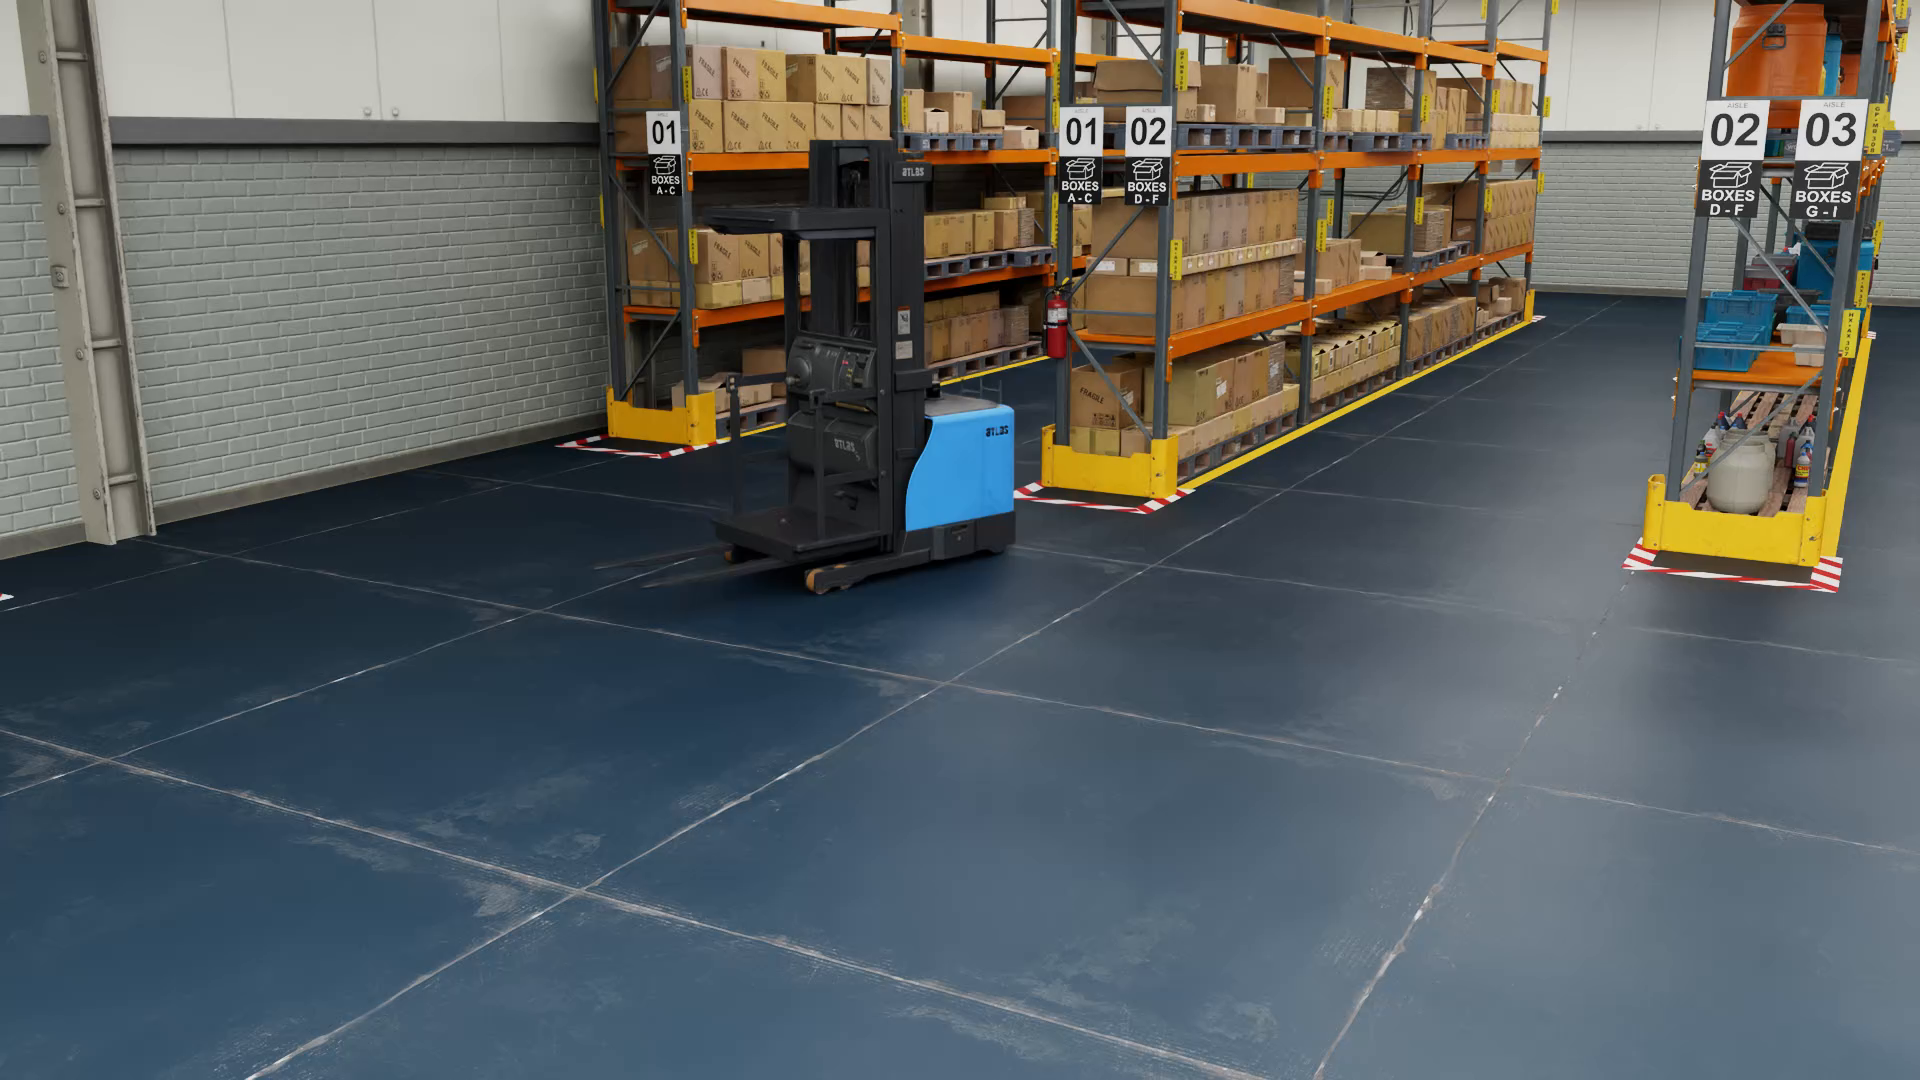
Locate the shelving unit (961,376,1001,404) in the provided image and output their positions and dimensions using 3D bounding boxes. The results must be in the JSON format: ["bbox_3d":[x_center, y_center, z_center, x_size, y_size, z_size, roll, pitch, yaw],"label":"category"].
[{"bbox_3d":[0.157,-0.615,12.525,0.189,1.200,0.258,-11,18,-39],"label":"shelving unit"}]

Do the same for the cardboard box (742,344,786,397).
[{"bbox_3d":[-1.959,-1.860,18.242,0.700,0.500,0.500,6,15,25],"label":"cardboard box"}]

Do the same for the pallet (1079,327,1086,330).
[{"bbox_3d":[1.859,-3.156,25.172,1.003,0.211,1.213,7,15,28],"label":"pallet"}]

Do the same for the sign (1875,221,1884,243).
[{"bbox_3d":[13.851,-4.648,25.064,0.100,0.325,0.005,7,15,28],"label":"sign"}]

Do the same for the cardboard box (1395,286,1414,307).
[{"bbox_3d":[5.921,-3.352,22.833,0.500,0.250,0.500,7,15,27],"label":"cardboard box"}]

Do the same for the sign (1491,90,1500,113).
[{"bbox_3d":[7.581,-6.208,23.539,0.100,0.325,0.005,7,15,28],"label":"sign"}]

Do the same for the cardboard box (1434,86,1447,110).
[{"bbox_3d":[6.143,-5.759,22.300,0.600,0.600,0.600,7,15,26],"label":"cardboard box"}]

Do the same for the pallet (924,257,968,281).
[{"bbox_3d":[-0.615,-3.335,20.376,1.003,0.211,1.213,7,15,28],"label":"pallet"}]

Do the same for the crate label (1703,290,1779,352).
[{"bbox_3d":[6.280,-1.770,13.401,0.502,0.435,0.616,7,15,28],"label":"crate label"}]

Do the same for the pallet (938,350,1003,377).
[{"bbox_3d":[-0.148,-2.344,21.804,1.003,0.211,1.213,7,15,28],"label":"pallet"}]

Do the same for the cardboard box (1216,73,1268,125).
[{"bbox_3d":[2.752,-4.433,16.713,0.500,0.500,0.500,9,16,33],"label":"cardboard box"}]

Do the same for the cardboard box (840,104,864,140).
[{"bbox_3d":[-1.396,-4.571,18.436,0.500,0.500,0.500,6,15,23],"label":"cardboard box"}]

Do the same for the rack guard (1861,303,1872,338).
[{"bbox_3d":[13.362,-3.419,25.648,1.175,0.500,0.348,7,15,28],"label":"rack guard"}]

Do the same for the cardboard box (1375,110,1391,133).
[{"bbox_3d":[4.752,-4.929,19.601,0.500,0.250,0.500,8,16,30],"label":"cardboard box"}]

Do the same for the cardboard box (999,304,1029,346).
[{"bbox_3d":[0.519,-2.954,22.780,0.700,0.500,0.500,8,16,29],"label":"cardboard box"}]

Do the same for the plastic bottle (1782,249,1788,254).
[{"bbox_3d":[9.982,-3.356,20.159,0.144,0.351,0.185,7,15,28],"label":"plastic bottle"}]

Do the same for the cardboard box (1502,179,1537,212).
[{"bbox_3d":[9.053,-5.602,27.022,0.500,0.500,0.500,7,15,28],"label":"cardboard box"}]

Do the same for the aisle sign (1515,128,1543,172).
[{"bbox_3d":[9.328,-6.433,27.268,0.394,0.787,0.004,7,15,28],"label":"aisle sign"}]

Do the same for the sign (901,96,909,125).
[{"bbox_3d":[-0.633,-4.938,19.111,0.100,0.325,0.005,7,15,28],"label":"sign"}]

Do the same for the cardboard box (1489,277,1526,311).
[{"bbox_3d":[8.980,-4.049,27.322,0.500,0.500,0.500,7,15,28],"label":"cardboard box"}]

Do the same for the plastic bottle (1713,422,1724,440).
[{"bbox_3d":[6.510,-0.847,14.361,0.144,0.351,0.185,7,15,28],"label":"plastic bottle"}]

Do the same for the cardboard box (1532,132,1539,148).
[{"bbox_3d":[9.010,-6.440,26.764,0.500,0.250,0.500,7,15,28],"label":"cardboard box"}]

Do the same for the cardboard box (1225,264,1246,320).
[{"bbox_3d":[2.275,-2.368,15.741,0.700,0.500,0.500,8,16,30],"label":"cardboard box"}]

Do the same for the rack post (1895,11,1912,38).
[{"bbox_3d":[10.561,-6.051,19.497,0.937,0.300,0.954,9,16,34],"label":"rack post"}]

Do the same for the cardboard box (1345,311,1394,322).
[{"bbox_3d":[5.406,-2.765,21.999,0.500,0.500,0.500,8,16,30],"label":"cardboard box"}]

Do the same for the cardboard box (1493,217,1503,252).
[{"bbox_3d":[7.823,-4.597,24.986,0.500,0.500,0.500,8,16,29],"label":"cardboard box"}]

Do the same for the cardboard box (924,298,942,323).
[{"bbox_3d":[-0.561,-2.895,20.936,0.500,0.250,0.500,7,15,27],"label":"cardboard box"}]

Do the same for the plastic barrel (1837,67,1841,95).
[{"bbox_3d":[8.907,-4.544,17.513,0.600,0.901,0.600,0,14,0],"label":"plastic barrel"}]

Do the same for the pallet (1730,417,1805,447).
[{"bbox_3d":[7.906,-0.975,16.129,1.003,0.211,1.213,7,15,28],"label":"pallet"}]

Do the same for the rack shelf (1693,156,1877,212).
[{"bbox_3d":[6.594,-2.864,13.147,1.077,0.370,4.000,7,15,28],"label":"rack shelf"}]

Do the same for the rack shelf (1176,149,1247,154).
[{"bbox_3d":[3.722,-6.448,28.015,1.077,0.370,4.000,7,15,28],"label":"rack shelf"}]

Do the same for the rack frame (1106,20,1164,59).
[{"bbox_3d":[2.755,-7.846,25.877,1.000,3.000,0.127,7,15,28],"label":"rack frame"}]

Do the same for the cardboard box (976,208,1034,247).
[{"bbox_3d":[0.603,-4.274,22.708,0.700,0.500,0.500,5,15,21],"label":"cardboard box"}]

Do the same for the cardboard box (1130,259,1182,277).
[{"bbox_3d":[1.671,-2.327,14.188,0.380,0.149,0.250,7,15,28],"label":"cardboard box"}]

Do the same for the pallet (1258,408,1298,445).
[{"bbox_3d":[2.805,-1.214,17.117,1.003,0.211,1.213,7,15,28],"label":"pallet"}]

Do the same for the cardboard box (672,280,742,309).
[{"bbox_3d":[-2.532,-2.468,16.649,0.500,0.250,0.500,7,15,26],"label":"cardboard box"}]

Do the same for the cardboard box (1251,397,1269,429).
[{"bbox_3d":[2.714,-1.269,16.369,0.500,0.250,0.500,7,15,28],"label":"cardboard box"}]

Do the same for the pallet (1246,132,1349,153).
[{"bbox_3d":[3.641,-4.275,17.875,0.805,0.209,1.217,7,15,26],"label":"pallet"}]

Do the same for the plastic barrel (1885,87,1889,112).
[{"bbox_3d":[11.164,-5.350,20.629,0.600,0.588,0.600,0,14,0],"label":"plastic barrel"}]

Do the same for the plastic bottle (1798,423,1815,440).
[{"bbox_3d":[7.252,-0.821,14.253,0.144,0.351,0.185,7,15,28],"label":"plastic bottle"}]

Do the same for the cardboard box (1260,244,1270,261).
[{"bbox_3d":[2.789,-2.803,16.162,0.380,0.149,0.250,7,15,28],"label":"cardboard box"}]

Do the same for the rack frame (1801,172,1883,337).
[{"bbox_3d":[13.361,-4.628,25.328,1.000,3.000,0.127,7,15,28],"label":"rack frame"}]

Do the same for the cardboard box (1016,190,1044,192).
[{"bbox_3d":[1.067,-4.904,23.986,0.500,0.250,0.500,7,15,26],"label":"cardboard box"}]

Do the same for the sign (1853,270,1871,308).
[{"bbox_3d":[8.037,-2.236,14.816,0.100,0.325,0.005,7,15,28],"label":"sign"}]

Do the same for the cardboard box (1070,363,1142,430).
[{"bbox_3d":[1.291,-1.283,14.824,0.500,0.500,0.500,7,15,28],"label":"cardboard box"}]

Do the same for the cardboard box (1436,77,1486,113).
[{"bbox_3d":[7.295,-6.466,24.206,0.700,0.500,0.500,7,15,28],"label":"cardboard box"}]

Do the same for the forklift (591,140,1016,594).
[{"bbox_3d":[-1.043,-1.204,11.274,3.031,2.935,1.130,-11,18,-39],"label":"forklift"}]

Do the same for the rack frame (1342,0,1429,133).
[{"bbox_3d":[5.160,-6.465,20.148,1.000,3.000,0.127,7,15,28],"label":"rack frame"}]

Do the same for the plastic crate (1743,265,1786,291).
[{"bbox_3d":[7.527,-2.331,15.664,0.402,0.464,0.583,7,15,28],"label":"plastic crate"}]

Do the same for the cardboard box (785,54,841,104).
[{"bbox_3d":[-1.616,-4.935,17.815,0.500,0.500,0.500,7,15,26],"label":"cardboard box"}]

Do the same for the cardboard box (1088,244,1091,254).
[{"bbox_3d":[1.781,-4.305,24.482,0.380,0.149,0.250,8,16,29],"label":"cardboard box"}]

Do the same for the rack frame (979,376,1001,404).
[{"bbox_3d":[0.226,-0.629,12.582,0.006,1.200,0.240,-11,18,-39],"label":"rack frame"}]

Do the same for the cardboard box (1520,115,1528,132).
[{"bbox_3d":[8.515,-6.479,25.860,0.500,0.250,0.500,7,15,28],"label":"cardboard box"}]

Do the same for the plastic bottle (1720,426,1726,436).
[{"bbox_3d":[6.677,-0.861,14.589,0.097,0.271,0.097,0,14,0],"label":"plastic bottle"}]

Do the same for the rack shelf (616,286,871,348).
[{"bbox_3d":[-2.079,-2.528,18.154,1.077,0.370,4.000,7,15,28],"label":"rack shelf"}]

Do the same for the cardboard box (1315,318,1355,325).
[{"bbox_3d":[4.649,-2.614,20.751,0.500,0.311,0.500,8,16,30],"label":"cardboard box"}]

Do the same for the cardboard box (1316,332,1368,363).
[{"bbox_3d":[4.386,-2.240,19.198,0.500,0.311,0.500,8,16,30],"label":"cardboard box"}]
